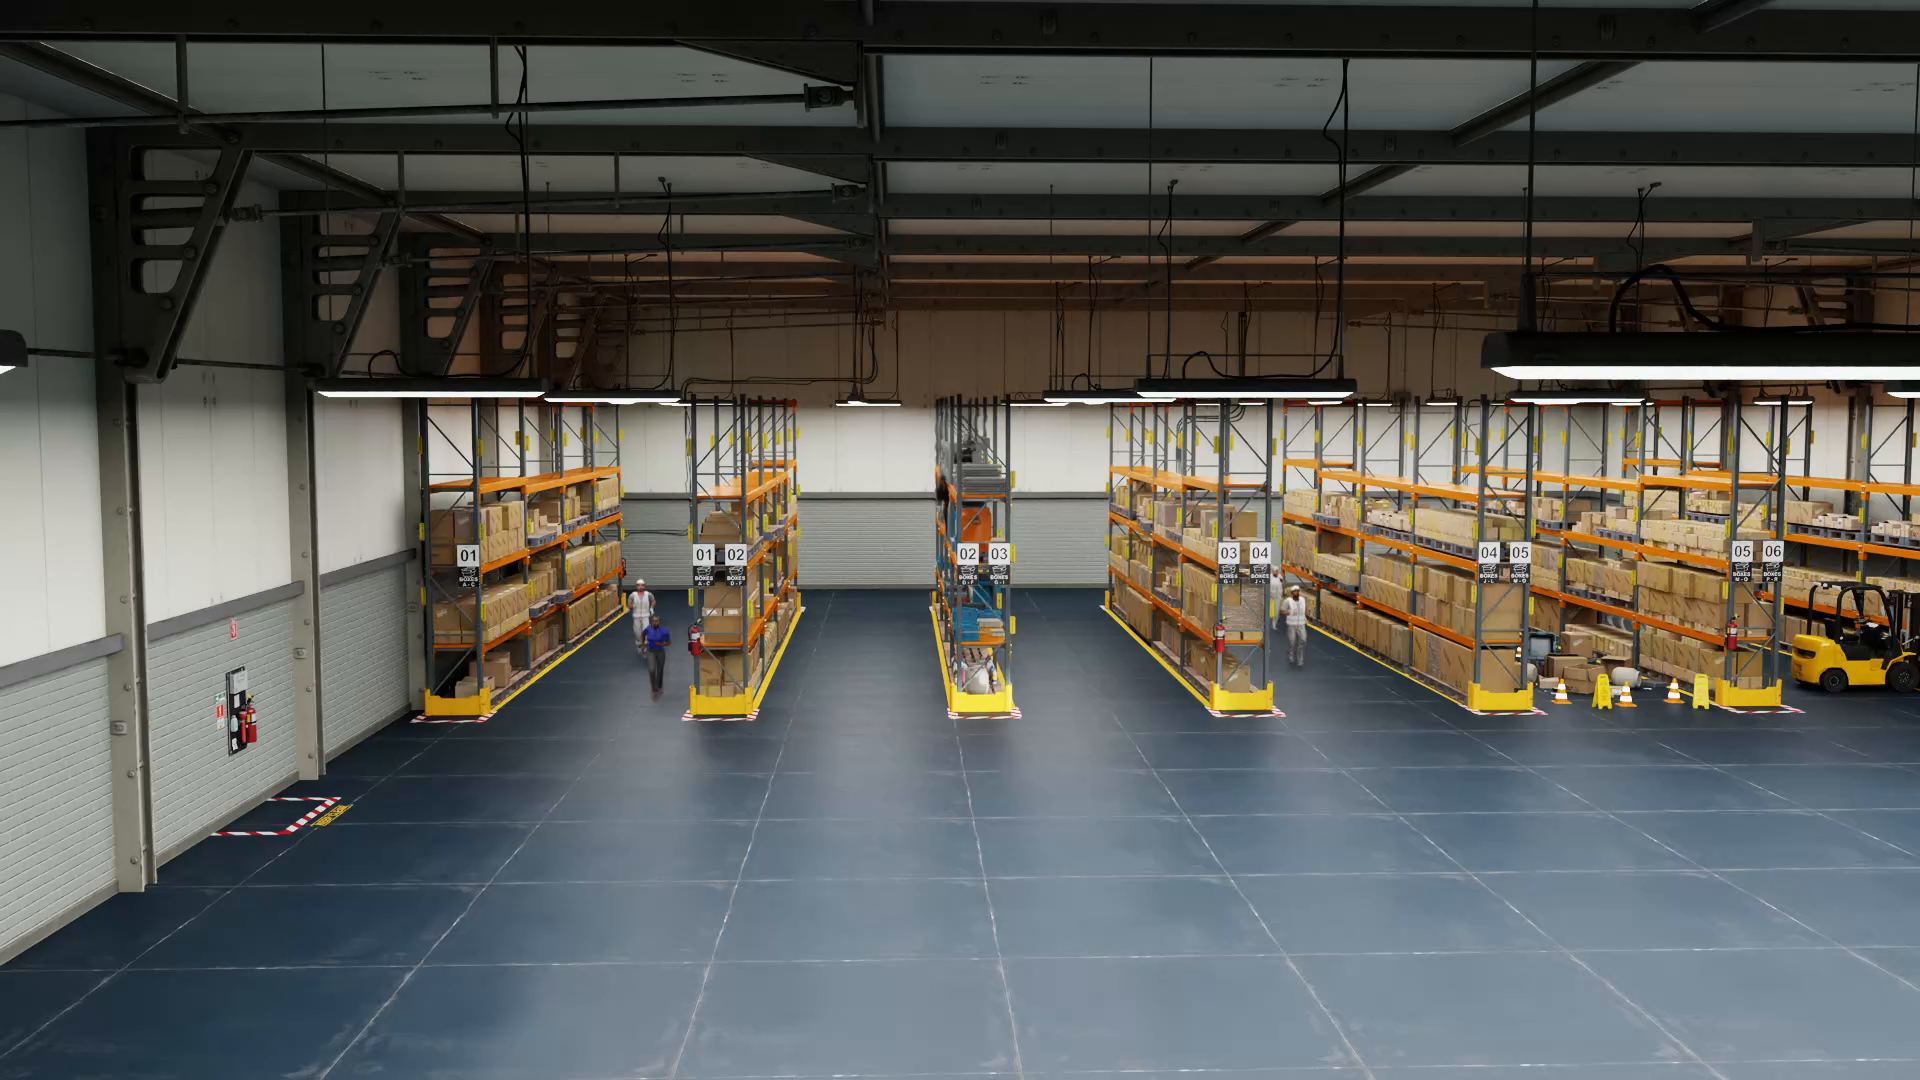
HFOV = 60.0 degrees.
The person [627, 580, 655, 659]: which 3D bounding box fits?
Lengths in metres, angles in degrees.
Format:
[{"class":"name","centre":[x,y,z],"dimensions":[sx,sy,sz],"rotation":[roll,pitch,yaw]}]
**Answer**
[{"class":"person","centre":[-7.324,1.822,38.230],"dimensions":[0.632,1.824,0.705],"rotation":[-1,5,-10]}]

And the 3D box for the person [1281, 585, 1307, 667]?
[{"class":"person","centre":[7.501,1.928,37.160],"dimensions":[0.666,1.836,0.682],"rotation":[-1,5,-9]}]

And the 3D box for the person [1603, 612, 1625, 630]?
[{"class":"person","centre":[16.679,1.555,42.314],"dimensions":[0.549,1.668,0.700],"rotation":[-1,5,-8]}]

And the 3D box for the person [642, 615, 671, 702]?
[{"class":"person","centre":[-6.009,2.327,32.939],"dimensions":[0.599,1.685,0.846],"rotation":[0,5,-3]}]

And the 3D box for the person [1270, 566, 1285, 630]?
[{"class":"person","centre":[8.213,1.499,43.514],"dimensions":[0.631,1.655,0.801],"rotation":[-1,5,-7]}]
